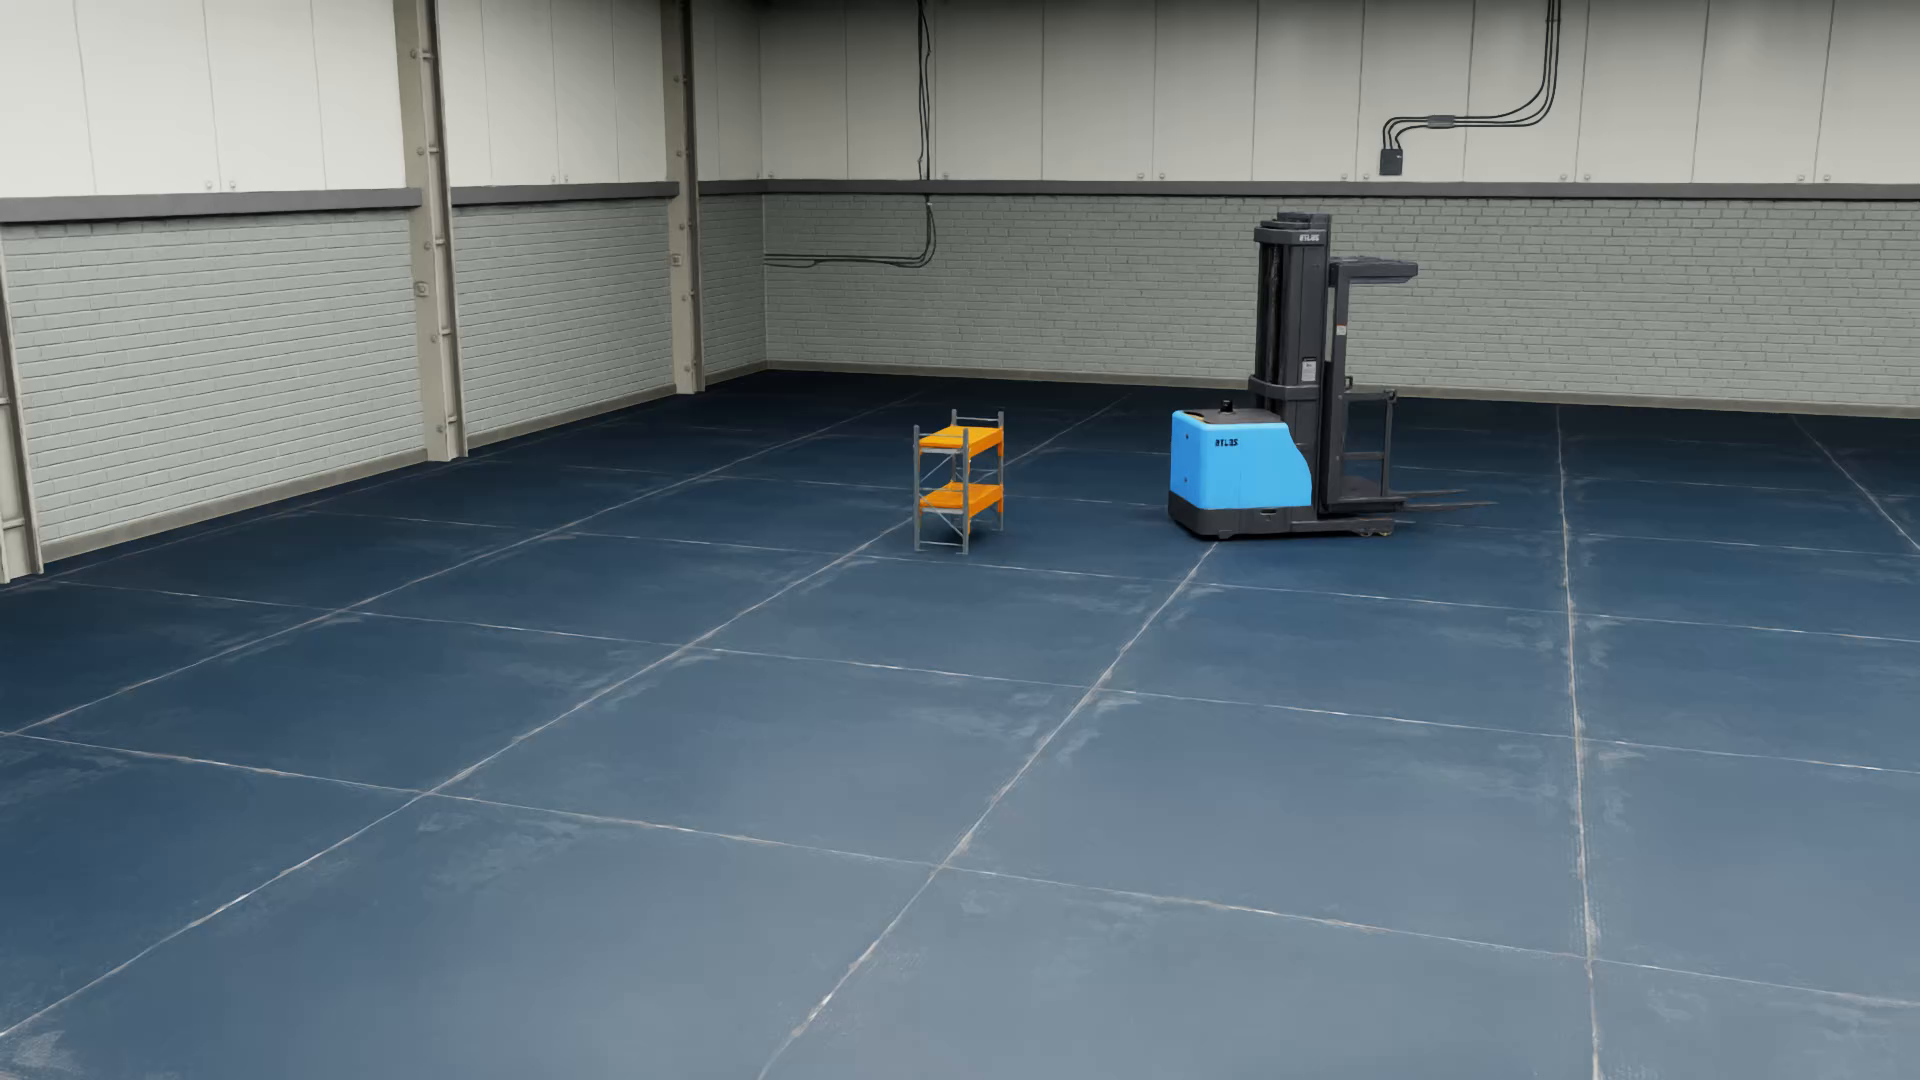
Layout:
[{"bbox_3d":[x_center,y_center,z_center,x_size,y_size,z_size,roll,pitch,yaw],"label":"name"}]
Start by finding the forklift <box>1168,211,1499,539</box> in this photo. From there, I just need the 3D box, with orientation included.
[{"bbox_3d":[3.572,-1.574,15.558,3.031,2.935,1.130,-2,13,-10],"label":"forklift"}]

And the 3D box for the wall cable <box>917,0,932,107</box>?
[{"bbox_3d":[0.710,-7.886,25.205,3.097,2.526,0.112,4,14,18],"label":"wall cable"}]

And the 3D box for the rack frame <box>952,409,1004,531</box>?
[{"bbox_3d":[0.162,-0.654,15.588,0.500,1.125,0.032,4,14,18],"label":"rack frame"}]

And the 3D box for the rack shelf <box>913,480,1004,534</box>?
[{"bbox_3d":[-0.002,-0.309,15.173,0.538,0.278,1.000,4,14,18],"label":"rack shelf"}]

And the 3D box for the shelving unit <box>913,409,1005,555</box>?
[{"bbox_3d":[-0.002,-0.547,15.119,0.538,1.125,1.048,4,14,18],"label":"shelving unit"}]

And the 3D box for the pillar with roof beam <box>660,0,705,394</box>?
[{"bbox_3d":[0.019,-6.297,22.617,9.100,9.000,0.400,4,14,18],"label":"pillar with roof beam"}]

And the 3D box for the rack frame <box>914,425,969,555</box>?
[{"bbox_3d":[-0.167,-0.440,14.650,0.500,1.125,0.032,4,14,18],"label":"rack frame"}]

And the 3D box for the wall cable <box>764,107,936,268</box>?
[{"bbox_3d":[-1.850,-5.618,26.621,3.097,2.526,0.112,4,14,18],"label":"wall cable"}]

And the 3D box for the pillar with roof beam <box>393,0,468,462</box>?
[{"bbox_3d":[-1.922,-5.034,17.082,9.100,9.000,0.400,4,14,18],"label":"pillar with roof beam"}]

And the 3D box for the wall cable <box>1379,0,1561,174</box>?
[{"bbox_3d":[7.128,-8.103,22.887,2.305,6.003,0.169,4,14,18],"label":"wall cable"}]

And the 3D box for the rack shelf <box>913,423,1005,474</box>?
[{"bbox_3d":[-0.002,-0.832,15.053,0.538,0.278,1.000,4,14,18],"label":"rack shelf"}]

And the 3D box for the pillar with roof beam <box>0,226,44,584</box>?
[{"bbox_3d":[-3.864,-3.770,11.547,9.100,9.000,0.400,4,14,18],"label":"pillar with roof beam"}]
